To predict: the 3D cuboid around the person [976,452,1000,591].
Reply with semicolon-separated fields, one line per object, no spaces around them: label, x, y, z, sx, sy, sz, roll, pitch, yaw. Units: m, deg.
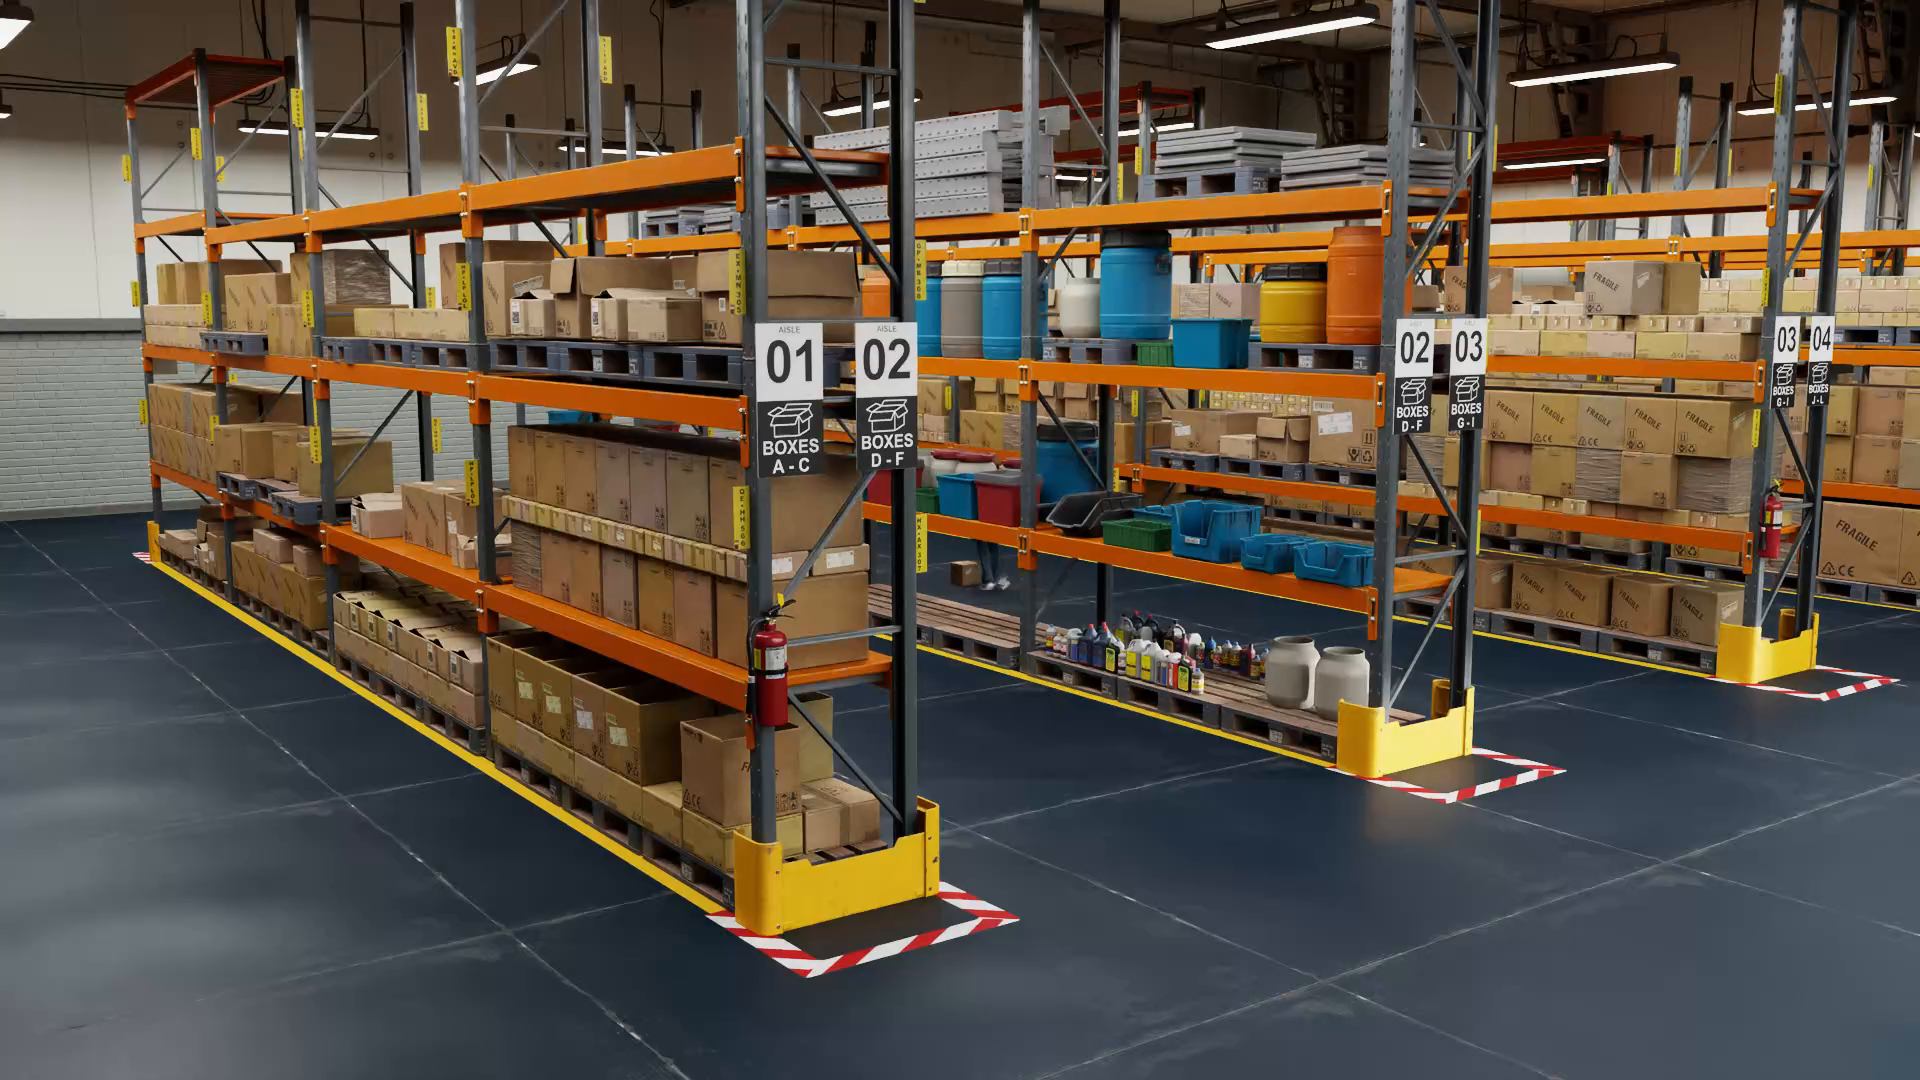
person;0.335;-0.199;19.423;0.461;1.665;0.422;-4;9;-29
